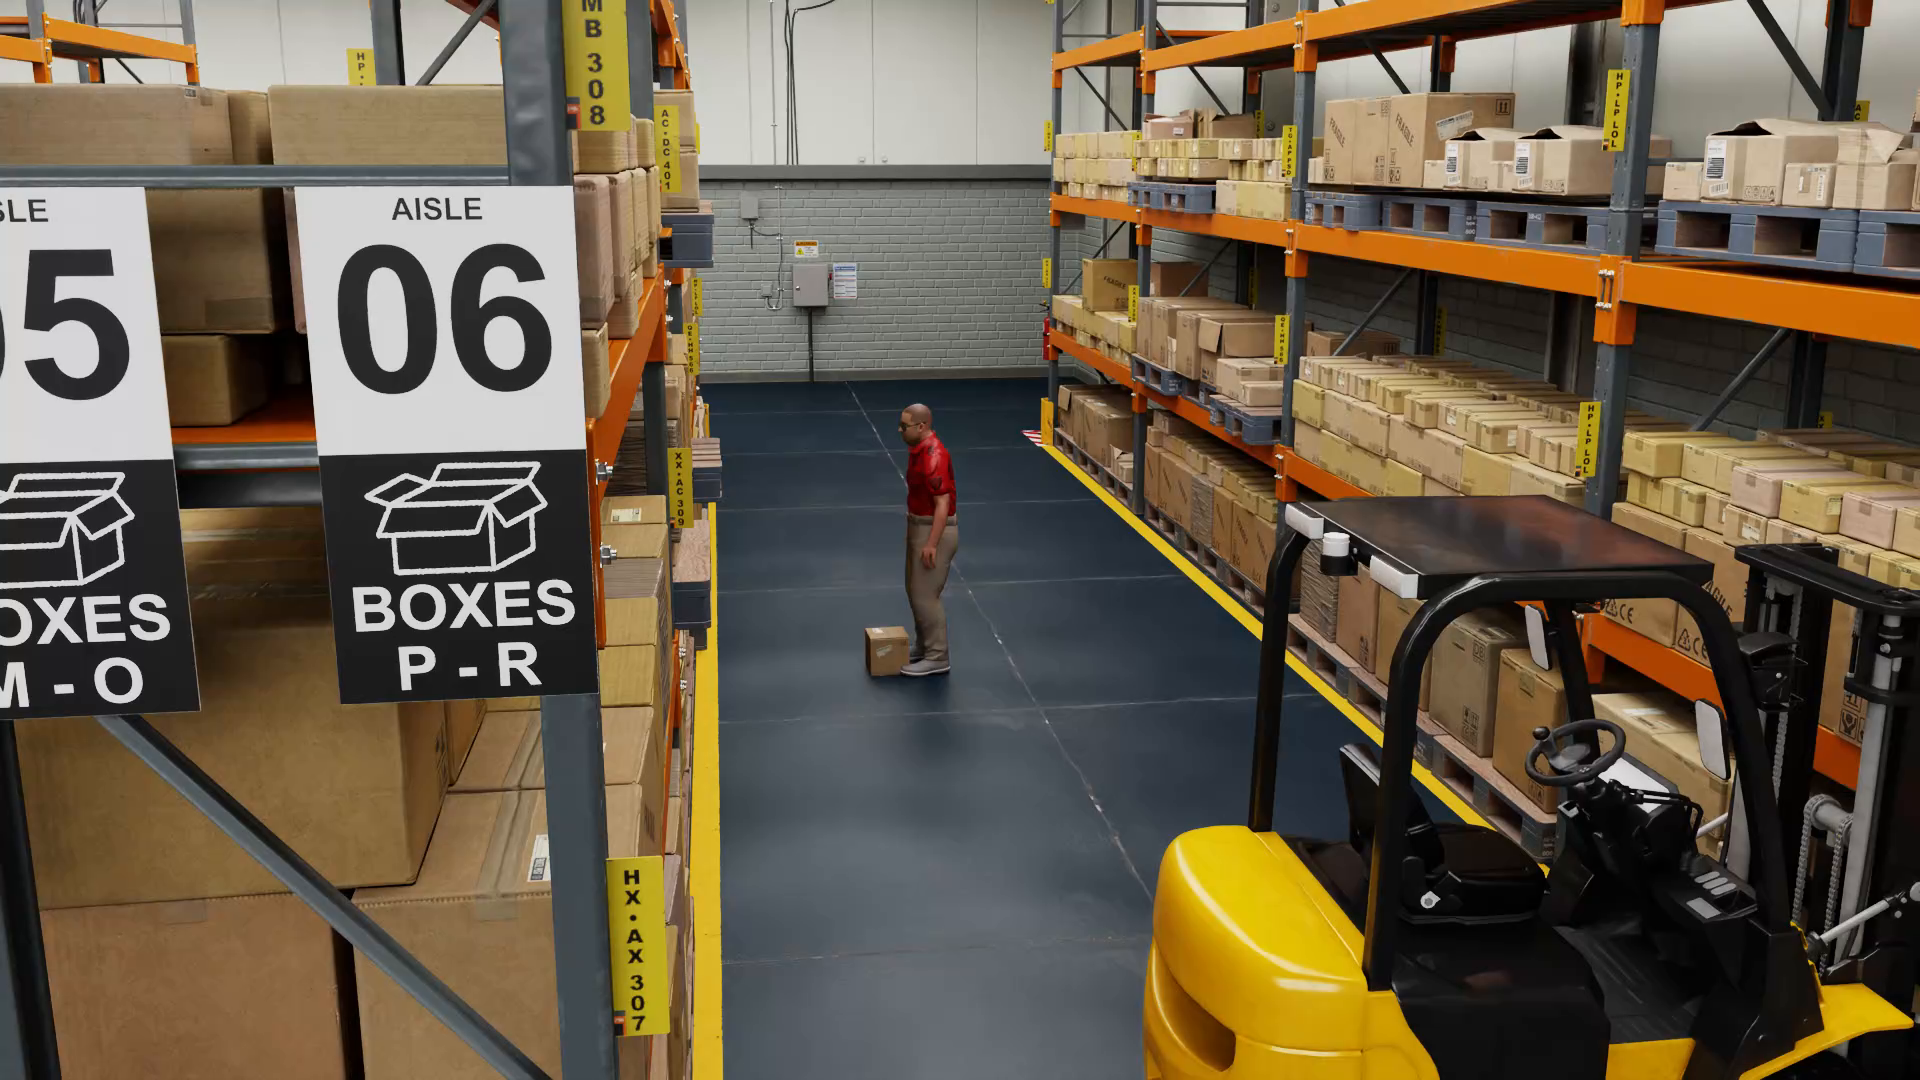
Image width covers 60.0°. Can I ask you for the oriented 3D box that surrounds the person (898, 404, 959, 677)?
[{"bbox_3d":[-0.218,-0.015,10.578,0.389,1.727,0.606,-3,13,-11],"label":"person"}]
